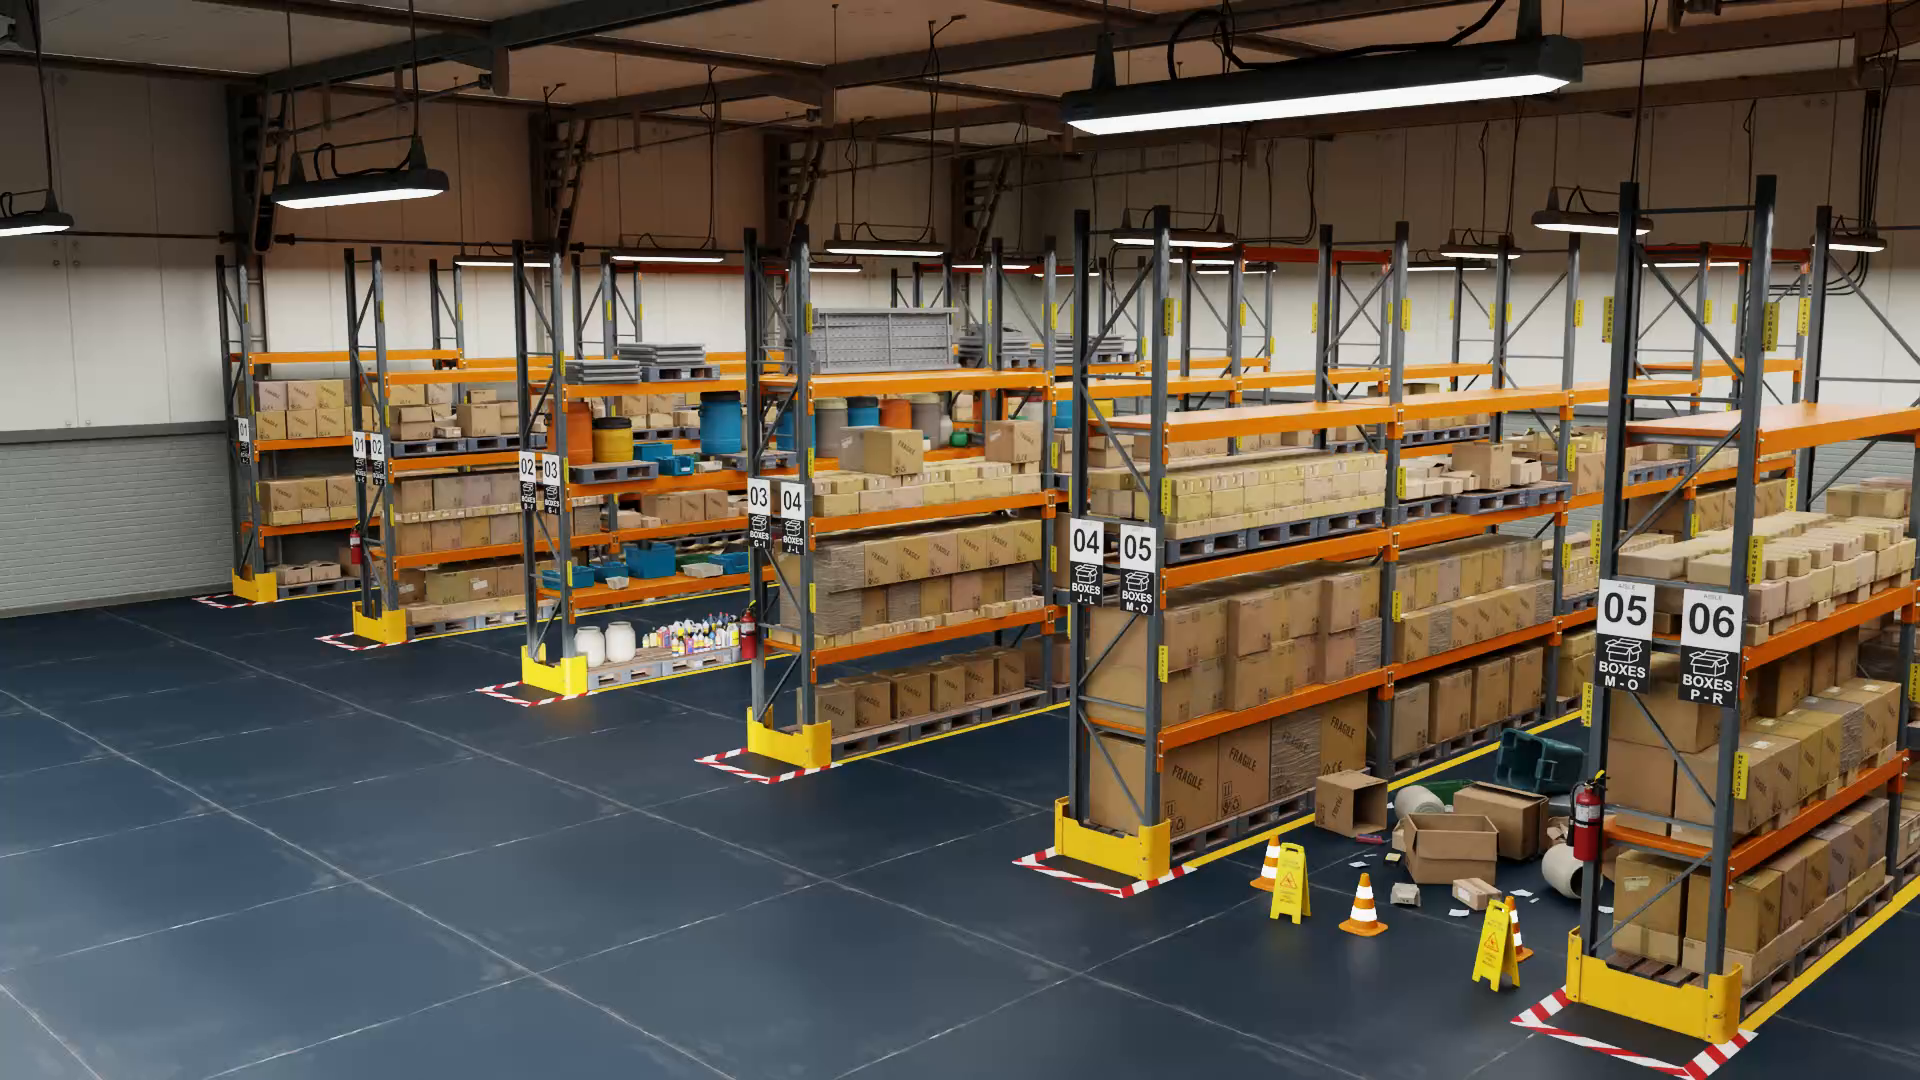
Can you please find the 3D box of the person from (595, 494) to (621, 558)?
[{"bbox_3d":[-6.514,-0.077,30.984,0.678,1.738,0.795,8,11,43],"label":"person"}]

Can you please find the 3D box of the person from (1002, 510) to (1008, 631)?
[{"bbox_3d":[0.596,0.456,25.105,0.632,1.879,0.687,6,10,35],"label":"person"}]
